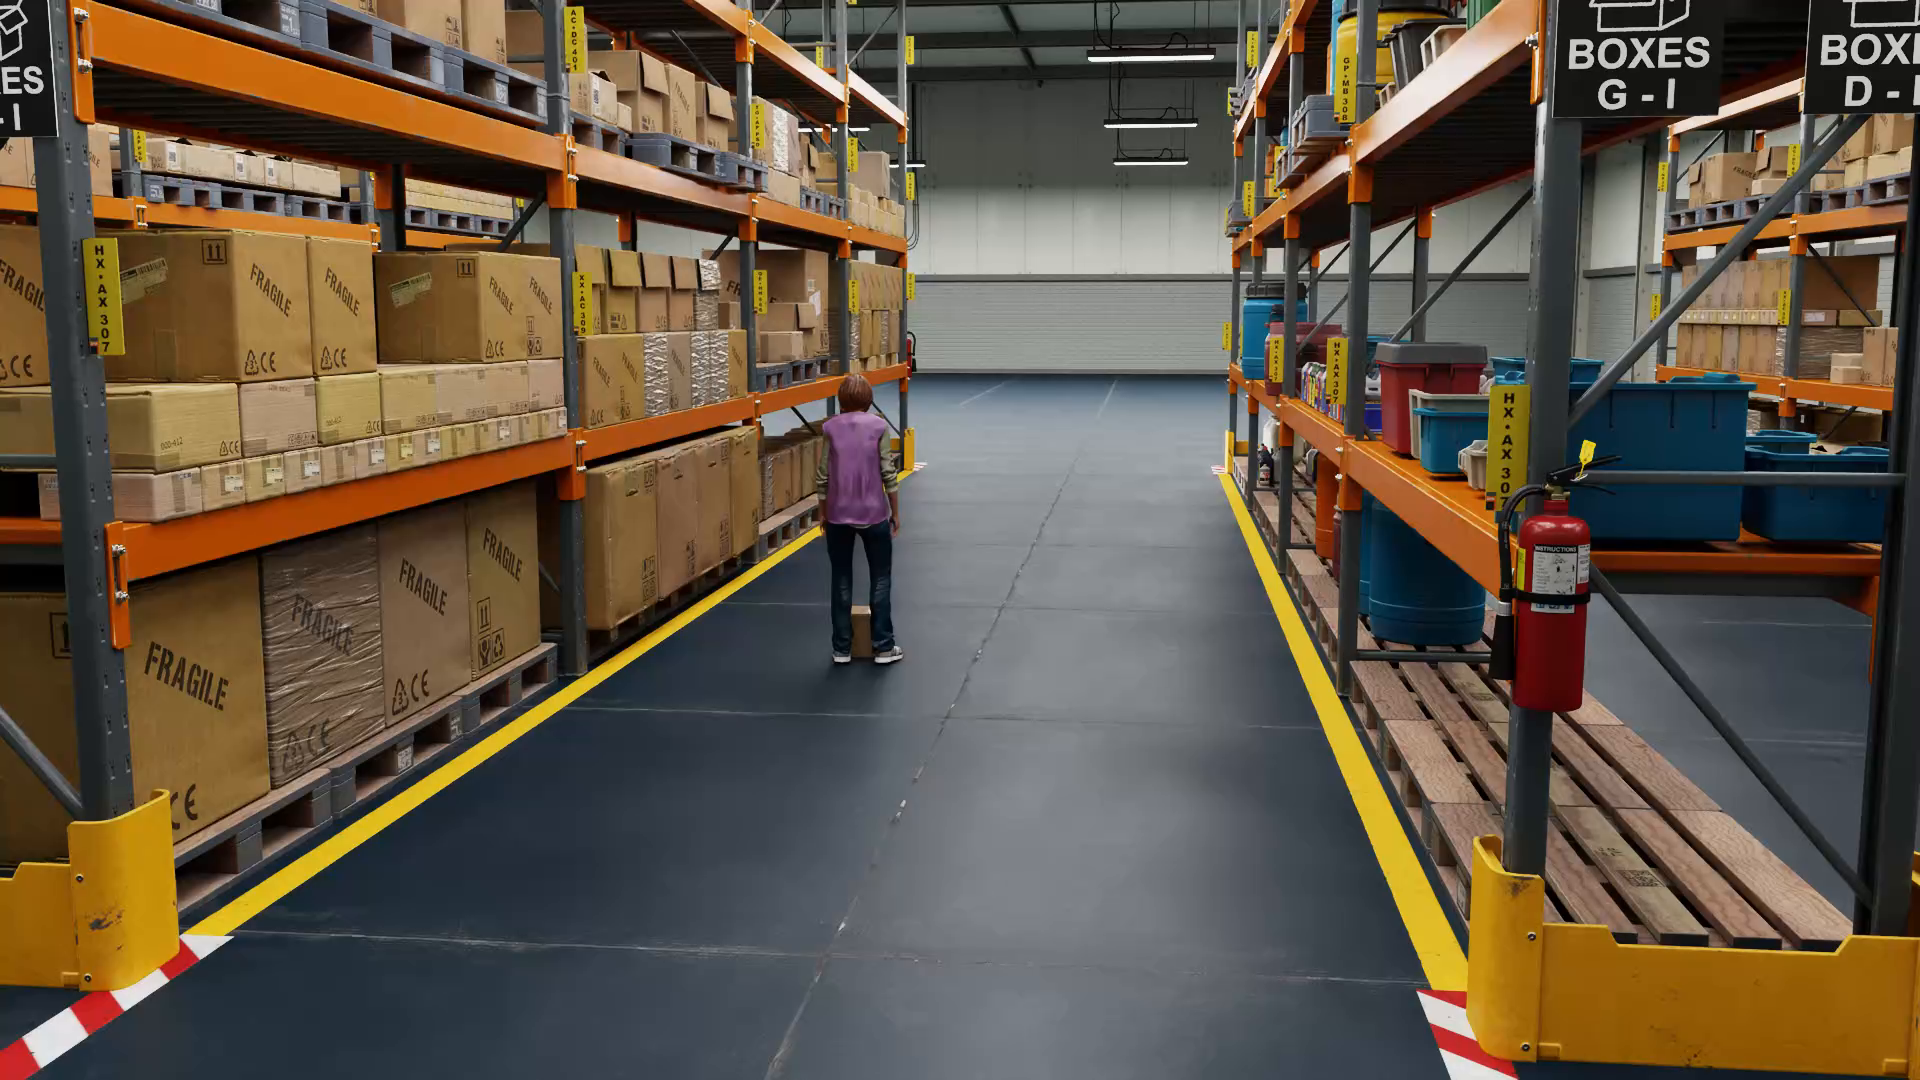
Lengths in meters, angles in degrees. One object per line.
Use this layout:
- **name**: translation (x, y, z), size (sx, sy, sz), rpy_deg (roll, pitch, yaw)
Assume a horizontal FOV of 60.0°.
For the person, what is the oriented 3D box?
- **person**: translation (-0.561, -0.110, 9.154), size (0.459, 1.591, 0.348), rpy_deg (1, 8, 6)
